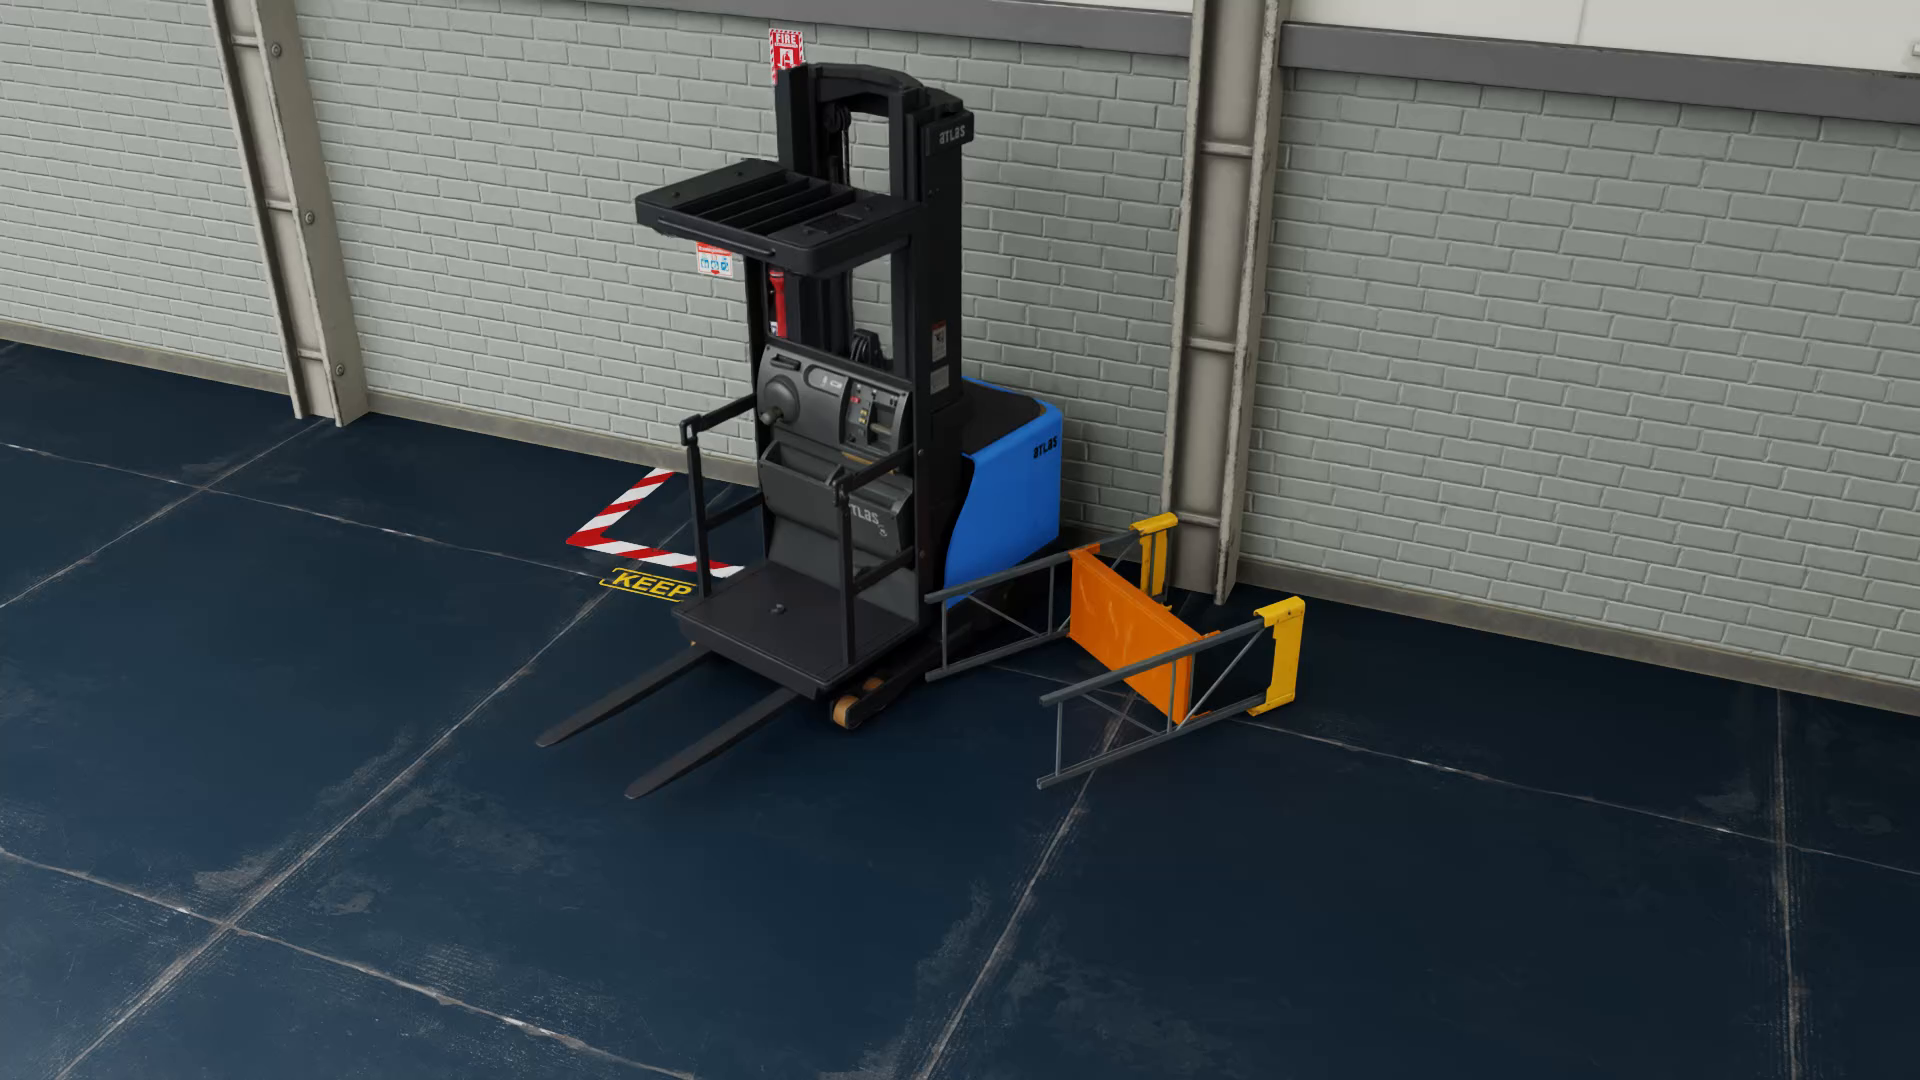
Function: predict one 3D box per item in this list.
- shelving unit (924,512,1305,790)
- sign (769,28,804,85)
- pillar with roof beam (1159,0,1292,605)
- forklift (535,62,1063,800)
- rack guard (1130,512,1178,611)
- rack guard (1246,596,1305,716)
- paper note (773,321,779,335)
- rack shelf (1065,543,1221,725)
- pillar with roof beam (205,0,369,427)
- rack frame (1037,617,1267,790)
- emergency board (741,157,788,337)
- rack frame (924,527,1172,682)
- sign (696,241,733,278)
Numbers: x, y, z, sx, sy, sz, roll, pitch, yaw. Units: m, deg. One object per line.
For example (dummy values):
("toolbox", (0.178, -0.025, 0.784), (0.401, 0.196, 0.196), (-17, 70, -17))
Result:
("shelving unit", (0.743, 0.519, 8.208), (1.500, 0.587, 1.083), (-17, 33, -27))
("sign", (-0.928, -2.585, 8.919), (0.199, 0.298, 0.001), (11, 31, 19))
("pillar with roof beam", (-0.301, -1.703, 3.617), (0.400, 9.000, 9.100), (11, 31, 19))
("forklift", (-0.751, -0.629, 7.885), (1.130, 2.935, 3.031), (21, 36, 33))
("rack guard", (1.018, 0.150, 8.861), (0.250, 0.587, 0.087), (-17, 33, -27))
("rack guard", (1.536, 0.569, 8.120), (0.250, 0.587, 0.087), (-17, 33, -27))
("paper note", (-1.097, -1.209, 9.736), (0.142, 0.148, 0.016), (11, 31, 19))
("rack shelf", (0.892, 0.469, 8.296), (0.185, 0.538, 1.000), (-17, 33, -27))
("pillar with roof beam", (-5.861, -2.813, 5.581), (0.400, 9.000, 9.100), (11, 31, 19))
("rack frame", (1.002, 0.729, 7.837), (1.500, 0.500, 0.032), (-17, 33, -27))
("emergency board", (-0.958, -1.529, 9.406), (0.643, 1.169, 0.194), (11, 31, 19))
("rack frame", (0.474, 0.302, 8.593), (1.500, 0.500, 0.032), (-17, 33, -27))
("sign", (-1.432, -1.693, 9.661), (0.234, 0.329, 0.001), (11, 31, 19))
